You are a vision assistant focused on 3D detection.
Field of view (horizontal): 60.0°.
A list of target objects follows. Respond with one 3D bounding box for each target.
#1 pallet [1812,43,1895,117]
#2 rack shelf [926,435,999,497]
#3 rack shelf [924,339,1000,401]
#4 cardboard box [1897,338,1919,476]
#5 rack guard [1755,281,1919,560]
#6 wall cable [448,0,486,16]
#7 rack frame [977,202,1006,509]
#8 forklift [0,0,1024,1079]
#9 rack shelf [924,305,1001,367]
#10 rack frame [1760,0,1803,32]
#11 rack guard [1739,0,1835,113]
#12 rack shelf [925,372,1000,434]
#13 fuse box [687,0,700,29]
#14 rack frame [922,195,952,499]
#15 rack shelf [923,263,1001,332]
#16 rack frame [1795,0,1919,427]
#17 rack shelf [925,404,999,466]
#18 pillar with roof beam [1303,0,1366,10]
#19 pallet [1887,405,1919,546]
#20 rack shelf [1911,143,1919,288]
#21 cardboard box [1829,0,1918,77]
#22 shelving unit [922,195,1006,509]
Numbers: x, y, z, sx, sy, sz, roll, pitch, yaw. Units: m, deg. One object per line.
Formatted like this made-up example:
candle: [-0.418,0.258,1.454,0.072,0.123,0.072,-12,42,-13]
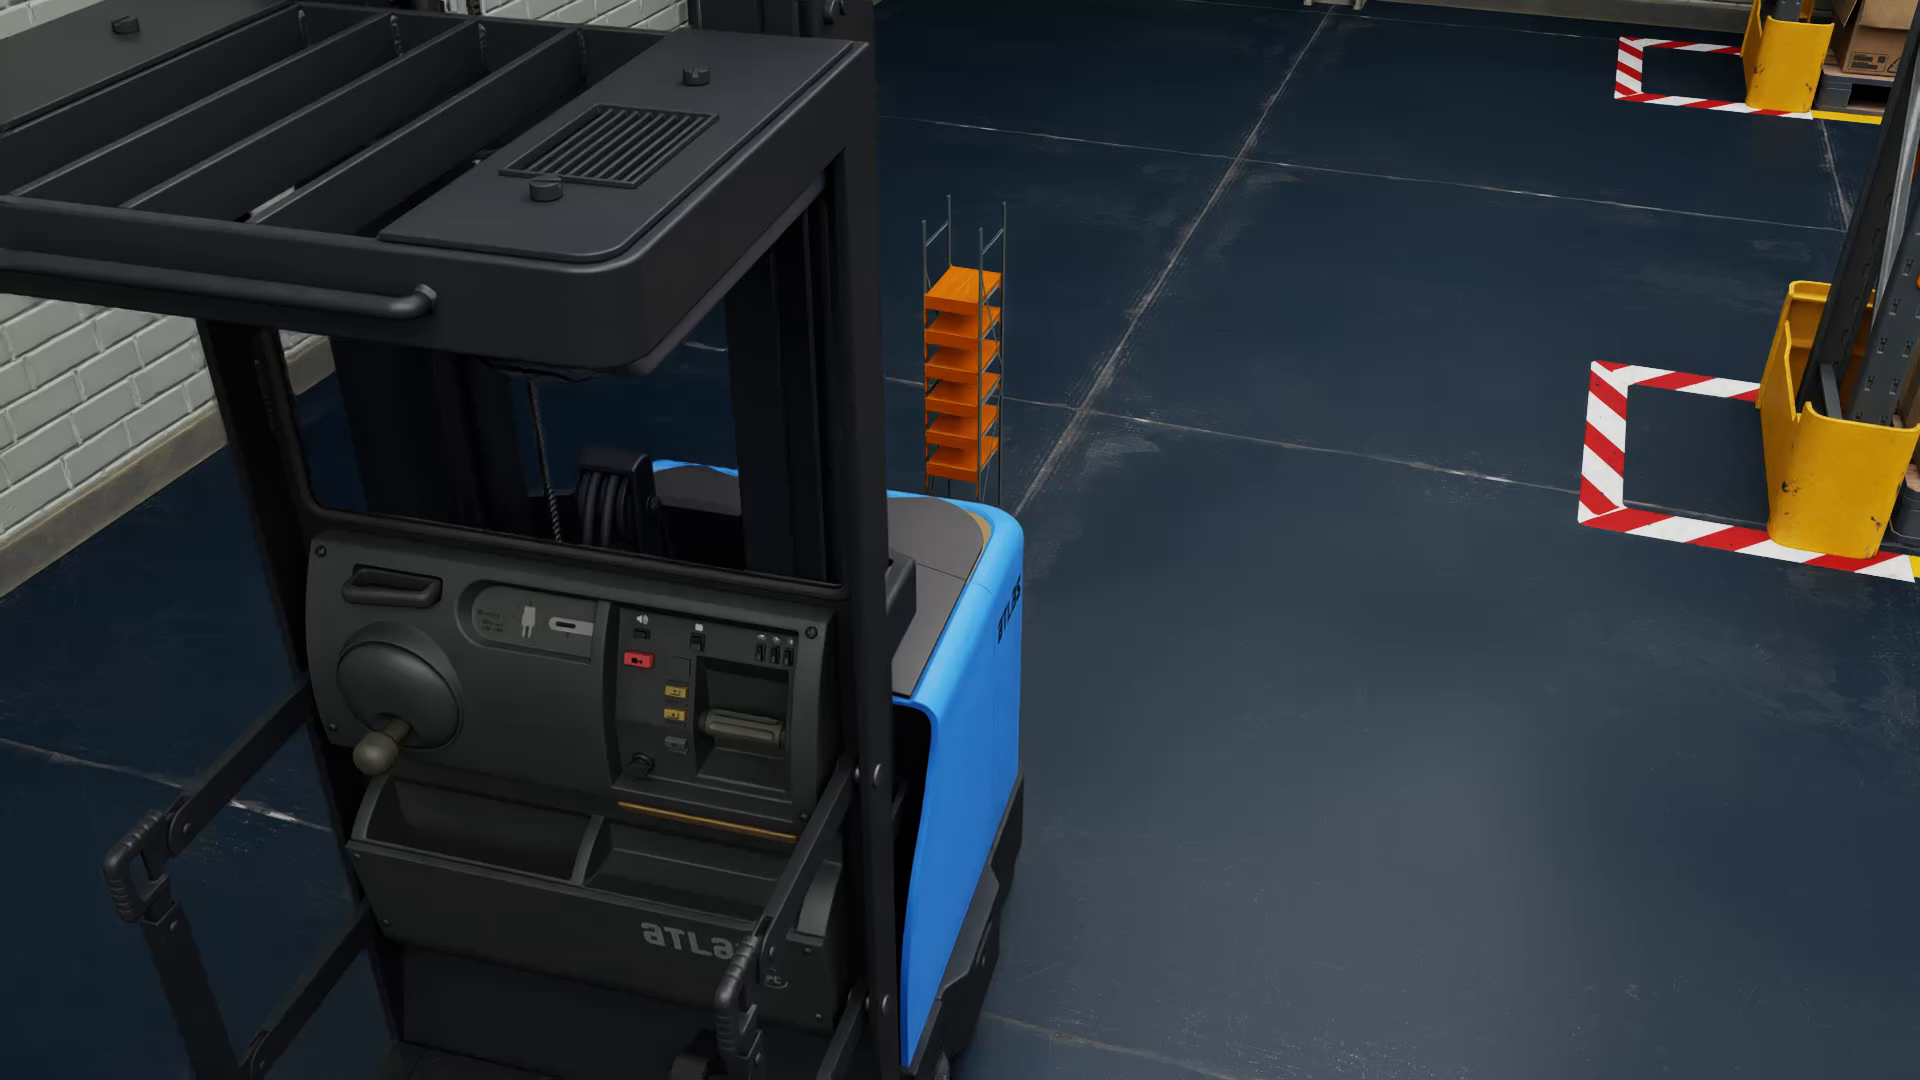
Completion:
pallet: [5.661,-2.712,9.757,1.213,0.211,1.003,11,34,16]
rack shelf: [0.014,-0.262,5.575,0.180,0.103,0.258,11,34,16]
rack shelf: [0.014,-0.565,5.379,0.180,0.103,0.258,11,34,16]
cardboard box: [3.822,-0.538,5.793,0.875,0.438,0.875,10,34,15]
rack guard: [3.145,-0.462,6.005,0.348,0.500,1.175,11,34,16]
wall cable: [-2.149,-2.968,6.616,0.123,1.953,0.585,11,34,16]
rack frame: [0.100,-0.485,5.395,0.006,1.200,0.240,11,34,16]
forklift: [-0.720,0.295,2.590,1.130,2.935,3.031,8,34,13]
rack shelf: [0.014,-0.666,5.314,0.180,0.103,0.258,11,34,16]
rack frame: [4.838,-4.043,9.247,0.127,3.000,1.000,11,34,16]
rack guard: [4.910,-2.979,9.903,0.348,0.500,1.175,11,34,16]
rack shelf: [0.014,-0.464,5.445,0.180,0.103,0.258,11,34,16]
fuse box: [-1.303,-3.033,8.870,0.414,1.711,0.539,11,34,16]
rack frame: [-0.073,-0.518,5.446,0.006,1.200,0.240,11,34,16]
rack shelf: [0.014,-0.767,5.249,0.180,0.103,0.258,11,34,16]
rack frame: [3.167,-1.508,5.320,0.127,3.000,1.000,11,34,16]
rack shelf: [0.014,-0.363,5.510,0.180,0.103,0.258,11,34,16]
pillar with roof beam: [1.152,-5.319,5.692,0.400,9.000,9.100,11,34,16]
pallet: [3.946,-0.230,5.912,1.213,0.211,1.003,11,34,16]
rack shelf: [5.050,-0.840,4.949,4.000,0.370,1.077,11,34,16]
cardboard box: [5.382,-3.011,9.562,0.637,0.503,0.797,10,34,15]
shelving unit: [0.014,-0.501,5.420,0.189,1.200,0.258,11,34,16]
